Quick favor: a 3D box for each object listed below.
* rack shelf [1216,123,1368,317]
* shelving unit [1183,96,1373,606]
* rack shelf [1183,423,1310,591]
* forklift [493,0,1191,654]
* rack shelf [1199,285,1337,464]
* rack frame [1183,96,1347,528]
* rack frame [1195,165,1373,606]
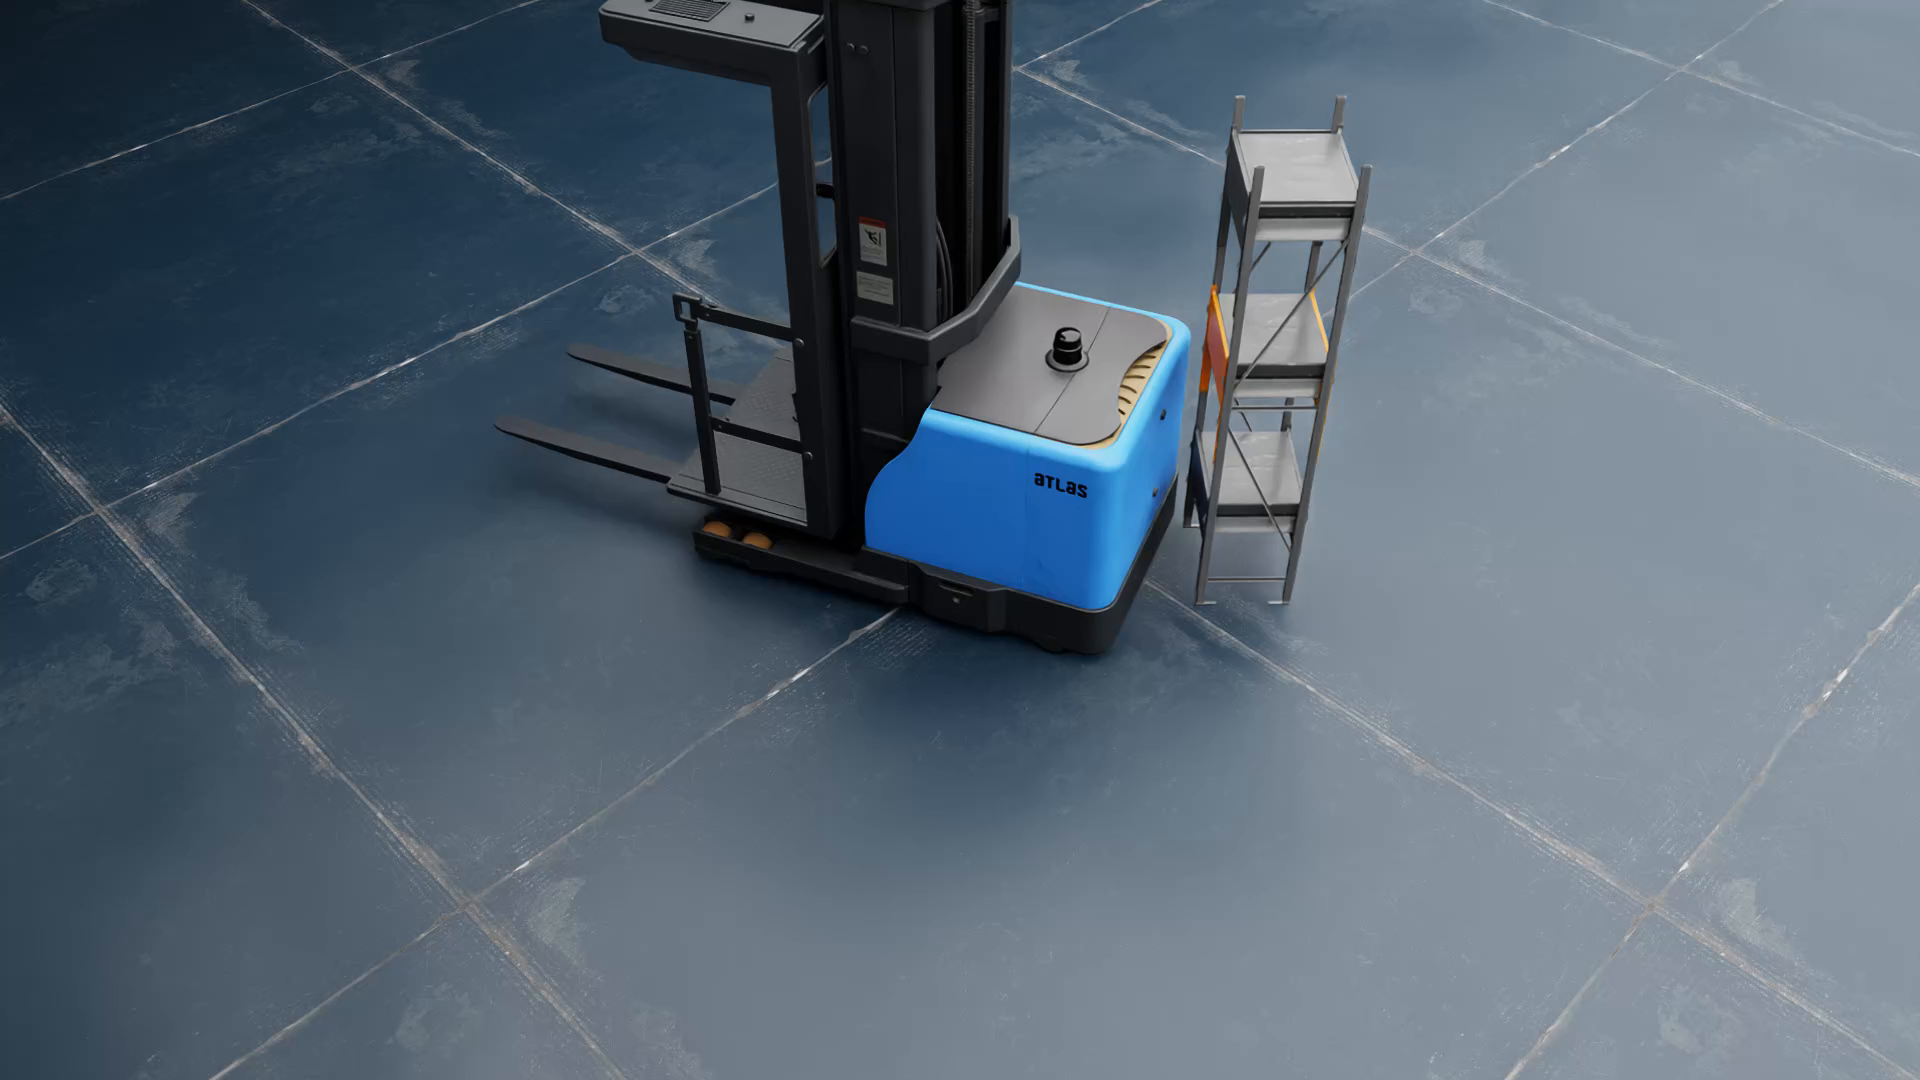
[{"bbox_3d":[1.198,-1.168,6.073,0.431,0.518,0.480,0,43,0],"label":"rack shelf"},{"bbox_3d":[1.198,-0.664,6.538,0.431,2.100,0.503,0,43,0],"label":"shelving unit"},{"bbox_3d":[1.198,-0.140,7.023,0.431,0.518,0.480,0,43,0],"label":"rack shelf"},{"bbox_3d":[-0.613,-1.259,6.571,3.031,2.935,1.130,16,45,16],"label":"forklift"},{"bbox_3d":[1.198,-0.654,6.548,0.431,0.518,0.480,0,43,0],"label":"rack shelf"},{"bbox_3d":[1.196,-0.829,6.718,0.400,2.100,0.015,0,43,0],"label":"rack frame"},{"bbox_3d":[1.201,-0.498,6.359,0.400,2.100,0.015,0,43,0],"label":"rack frame"}]
